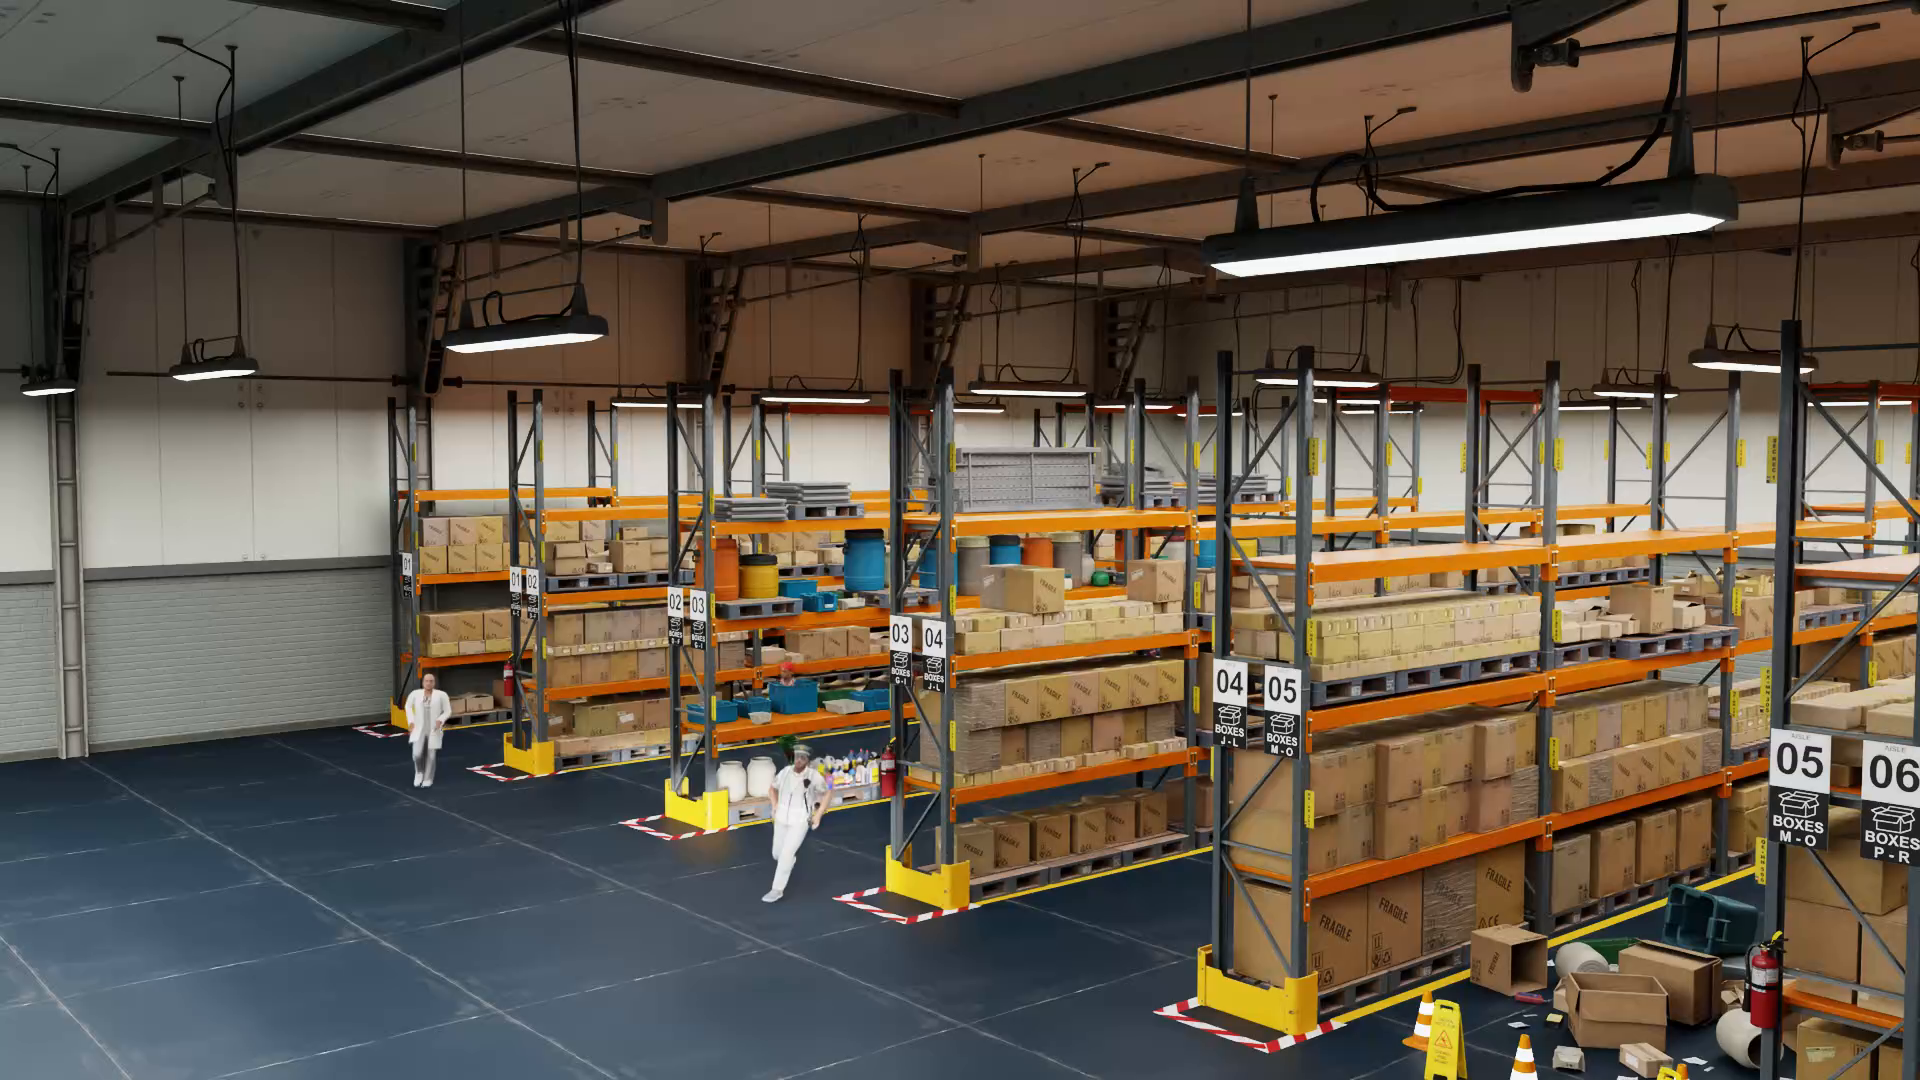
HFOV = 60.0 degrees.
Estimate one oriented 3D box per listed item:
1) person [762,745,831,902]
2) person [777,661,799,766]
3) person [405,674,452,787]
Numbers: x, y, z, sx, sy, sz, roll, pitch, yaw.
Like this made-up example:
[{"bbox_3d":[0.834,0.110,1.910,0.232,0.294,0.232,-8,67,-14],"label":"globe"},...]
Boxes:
[{"bbox_3d":[-1.870,3.186,18.977,0.721,1.736,0.905,1,4,18],"label":"person"},{"bbox_3d":[-2.649,2.773,25.694,0.643,1.796,0.805,3,4,42],"label":"person"},{"bbox_3d":[-7.939,2.863,24.819,0.676,1.707,0.718,-1,3,-13],"label":"person"}]
